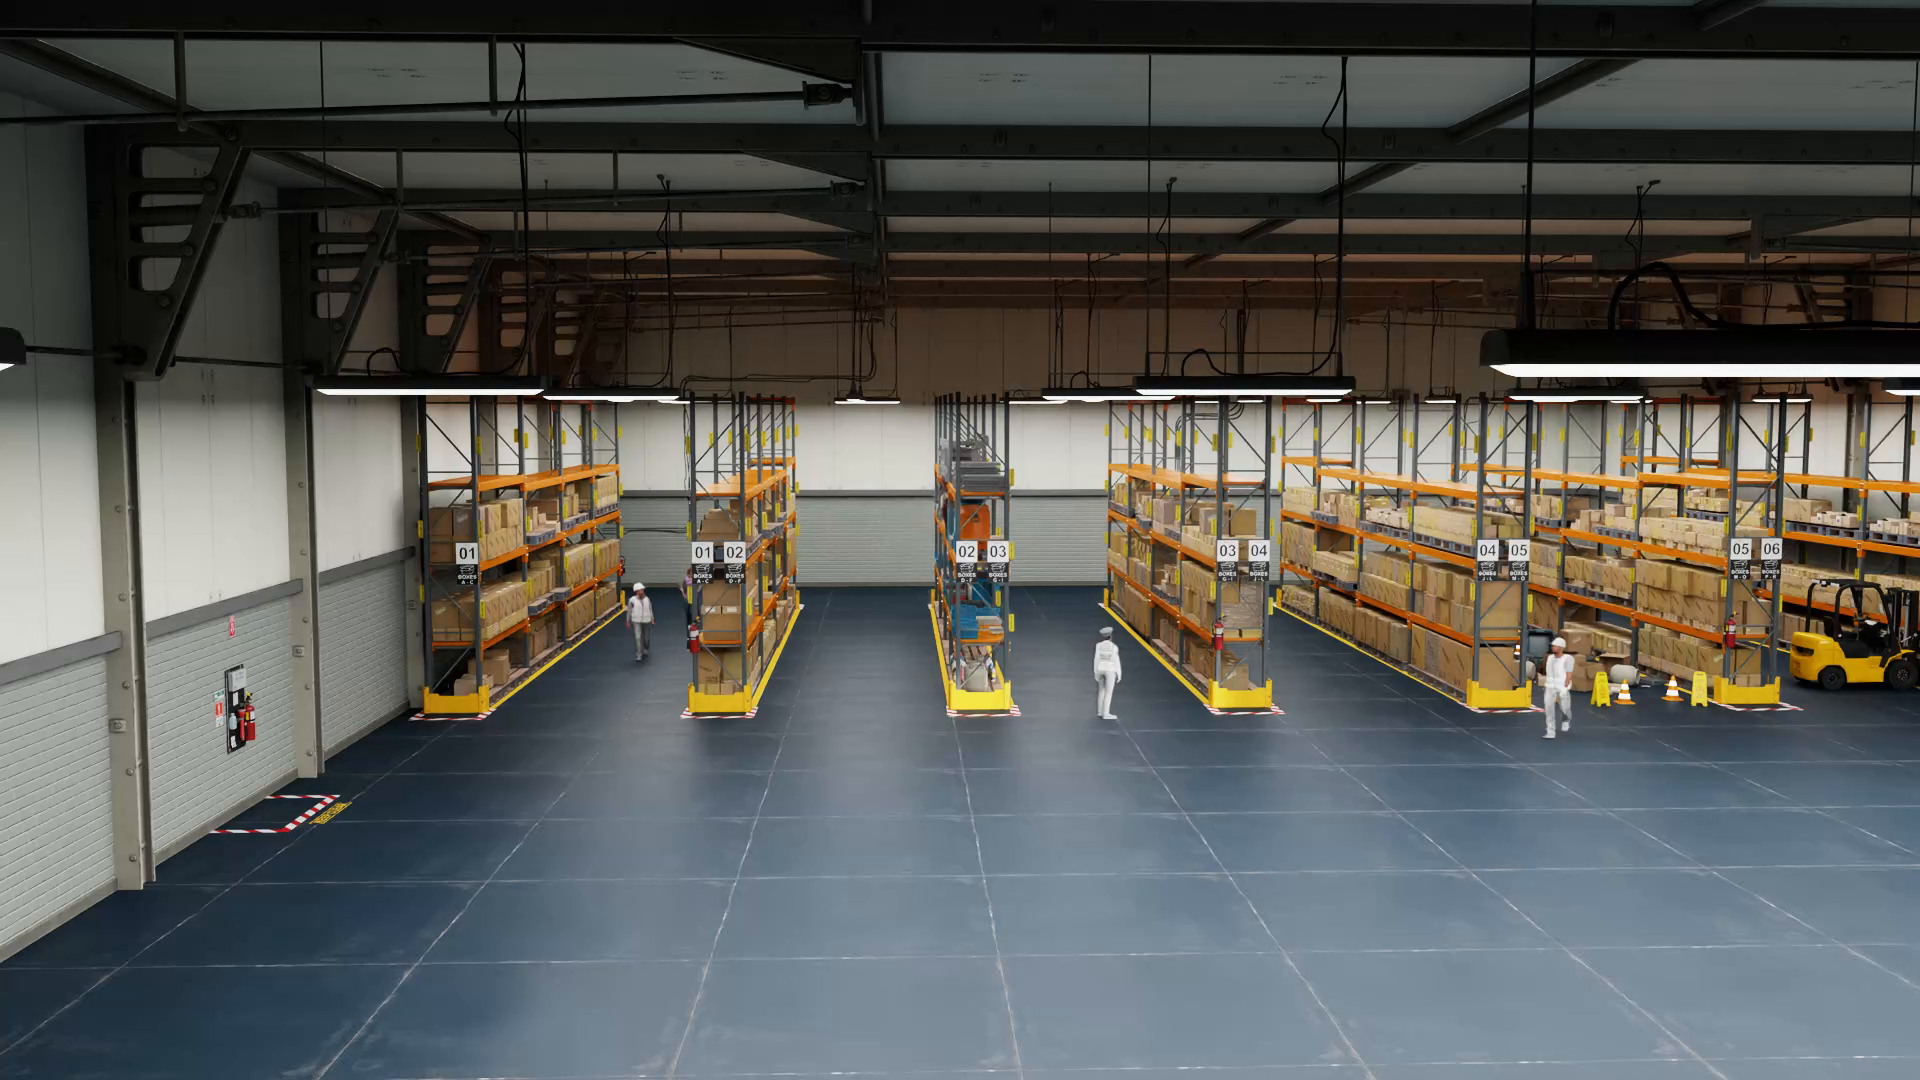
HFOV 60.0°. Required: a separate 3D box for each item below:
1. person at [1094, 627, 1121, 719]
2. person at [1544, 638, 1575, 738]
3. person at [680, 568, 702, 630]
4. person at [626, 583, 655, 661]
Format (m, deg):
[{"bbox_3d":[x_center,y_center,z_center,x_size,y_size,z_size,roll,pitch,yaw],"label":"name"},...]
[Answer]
[{"bbox_3d":[2.752,2.449,30.561,0.531,1.702,0.449,4,6,40],"label":"person"},{"bbox_3d":[10.369,2.561,28.865,0.514,1.710,0.905,3,6,34],"label":"person"},{"bbox_3d":[-6.963,1.522,43.049,0.559,1.563,0.648,0,5,4],"label":"person"},{"bbox_3d":[-7.241,1.844,37.652,0.635,1.737,0.956,-1,5,-13],"label":"person"}]
